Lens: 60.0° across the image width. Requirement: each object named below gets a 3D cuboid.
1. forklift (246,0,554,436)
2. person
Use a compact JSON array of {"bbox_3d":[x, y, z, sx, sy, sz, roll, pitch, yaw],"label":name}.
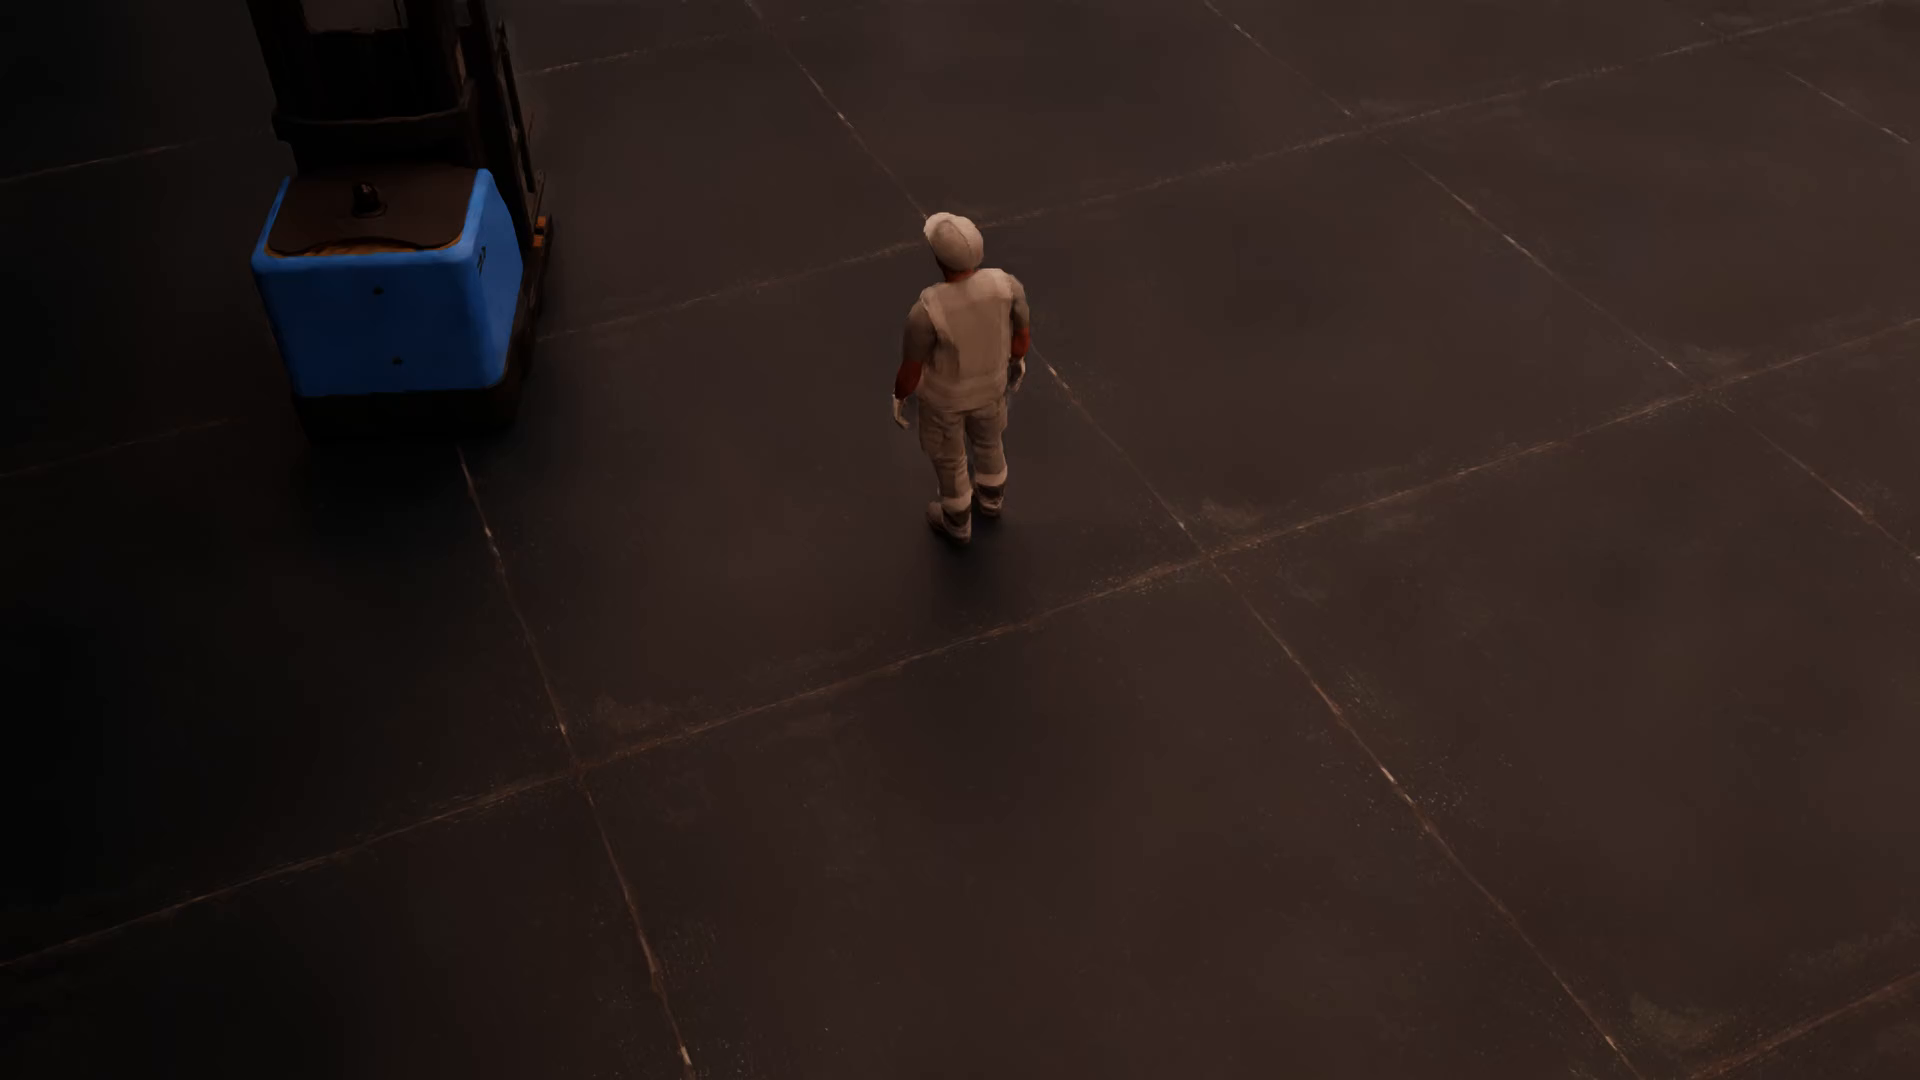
[{"bbox_3d":[-2.896,-2.589,8.455,1.130,2.935,3.031,-3,43,-4],"label":"forklift"},{"bbox_3d":[-0.024,-0.712,7.270,0.637,1.787,0.563,-18,46,-18],"label":"person"}]
